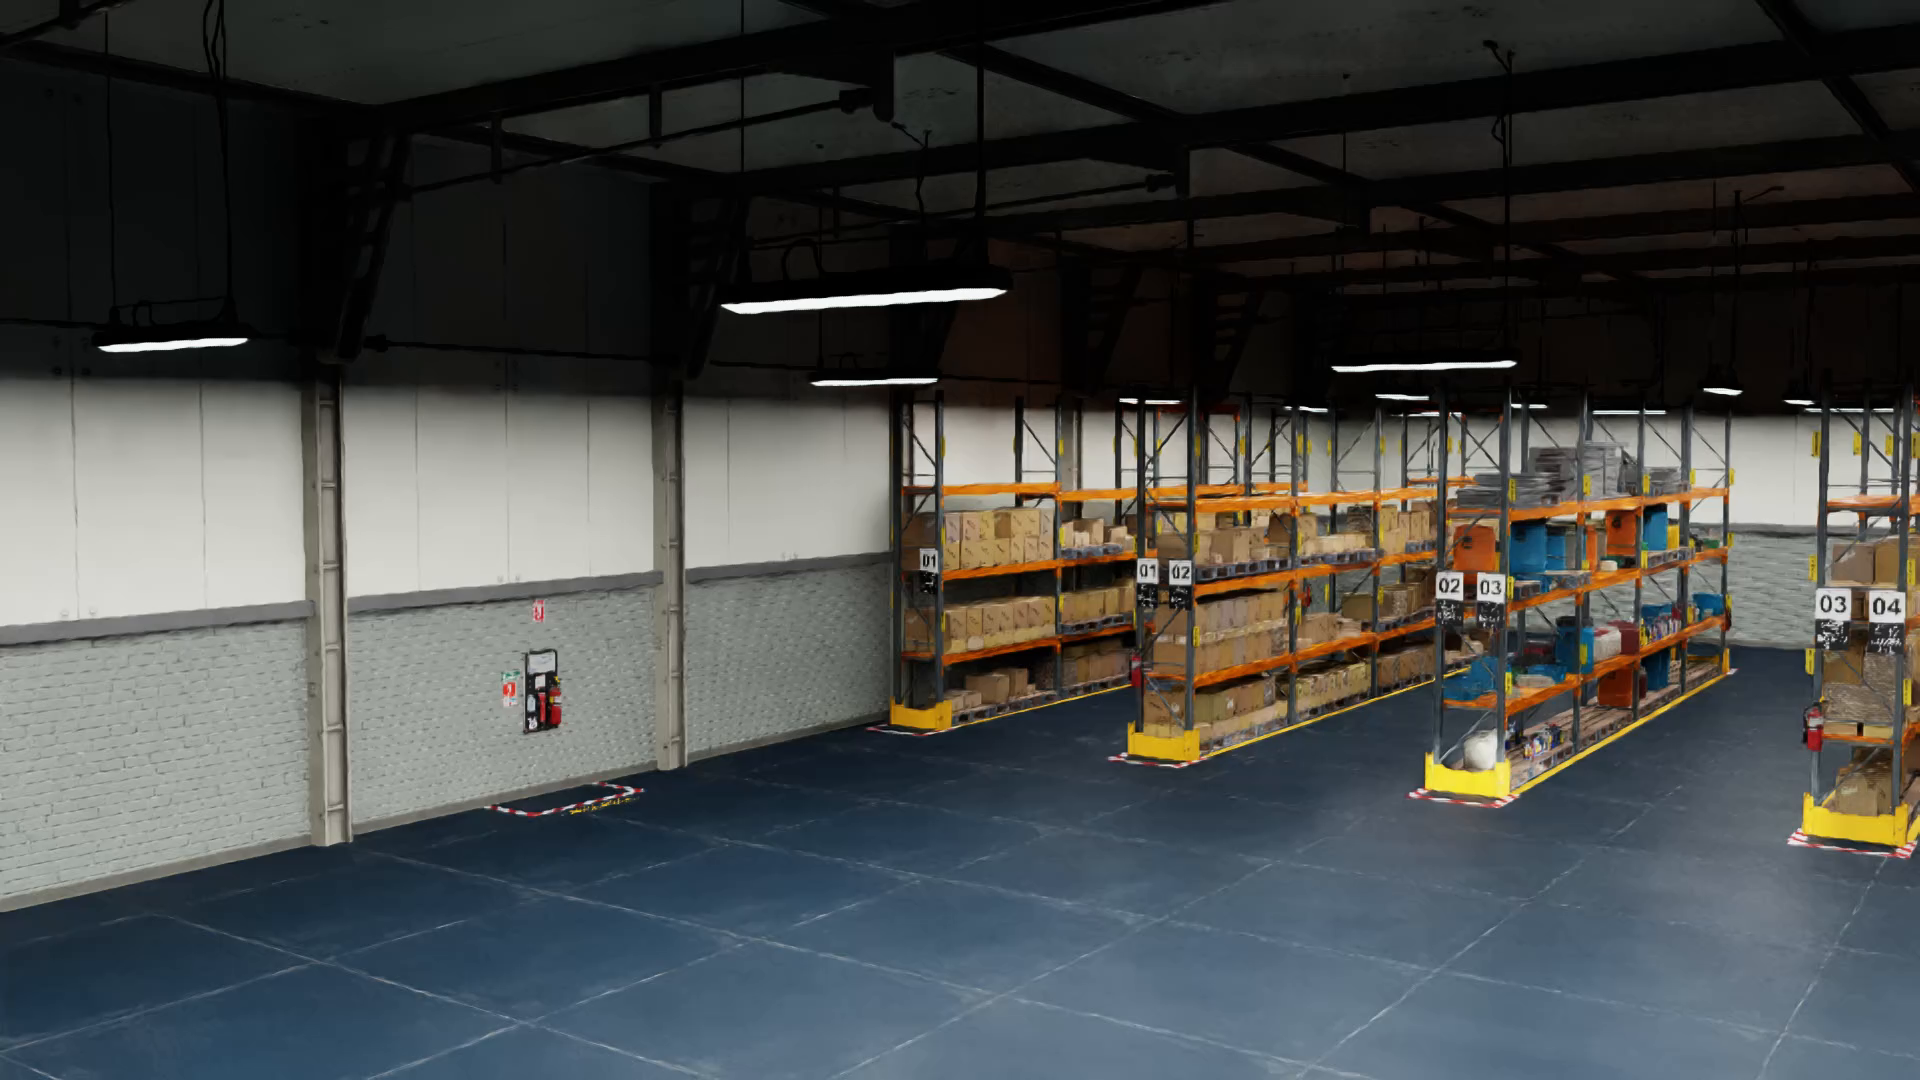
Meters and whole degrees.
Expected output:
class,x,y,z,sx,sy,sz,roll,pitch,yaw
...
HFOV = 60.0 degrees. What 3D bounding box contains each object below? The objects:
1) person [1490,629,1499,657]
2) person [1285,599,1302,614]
class,x,y,z,sx,sy,sz,roll,pitch,yaw
person,11.520,2.167,35.524,0.444,1.654,0.551,1,3,19
person,8.828,1.699,43.882,0.730,1.653,0.561,-1,3,-20
